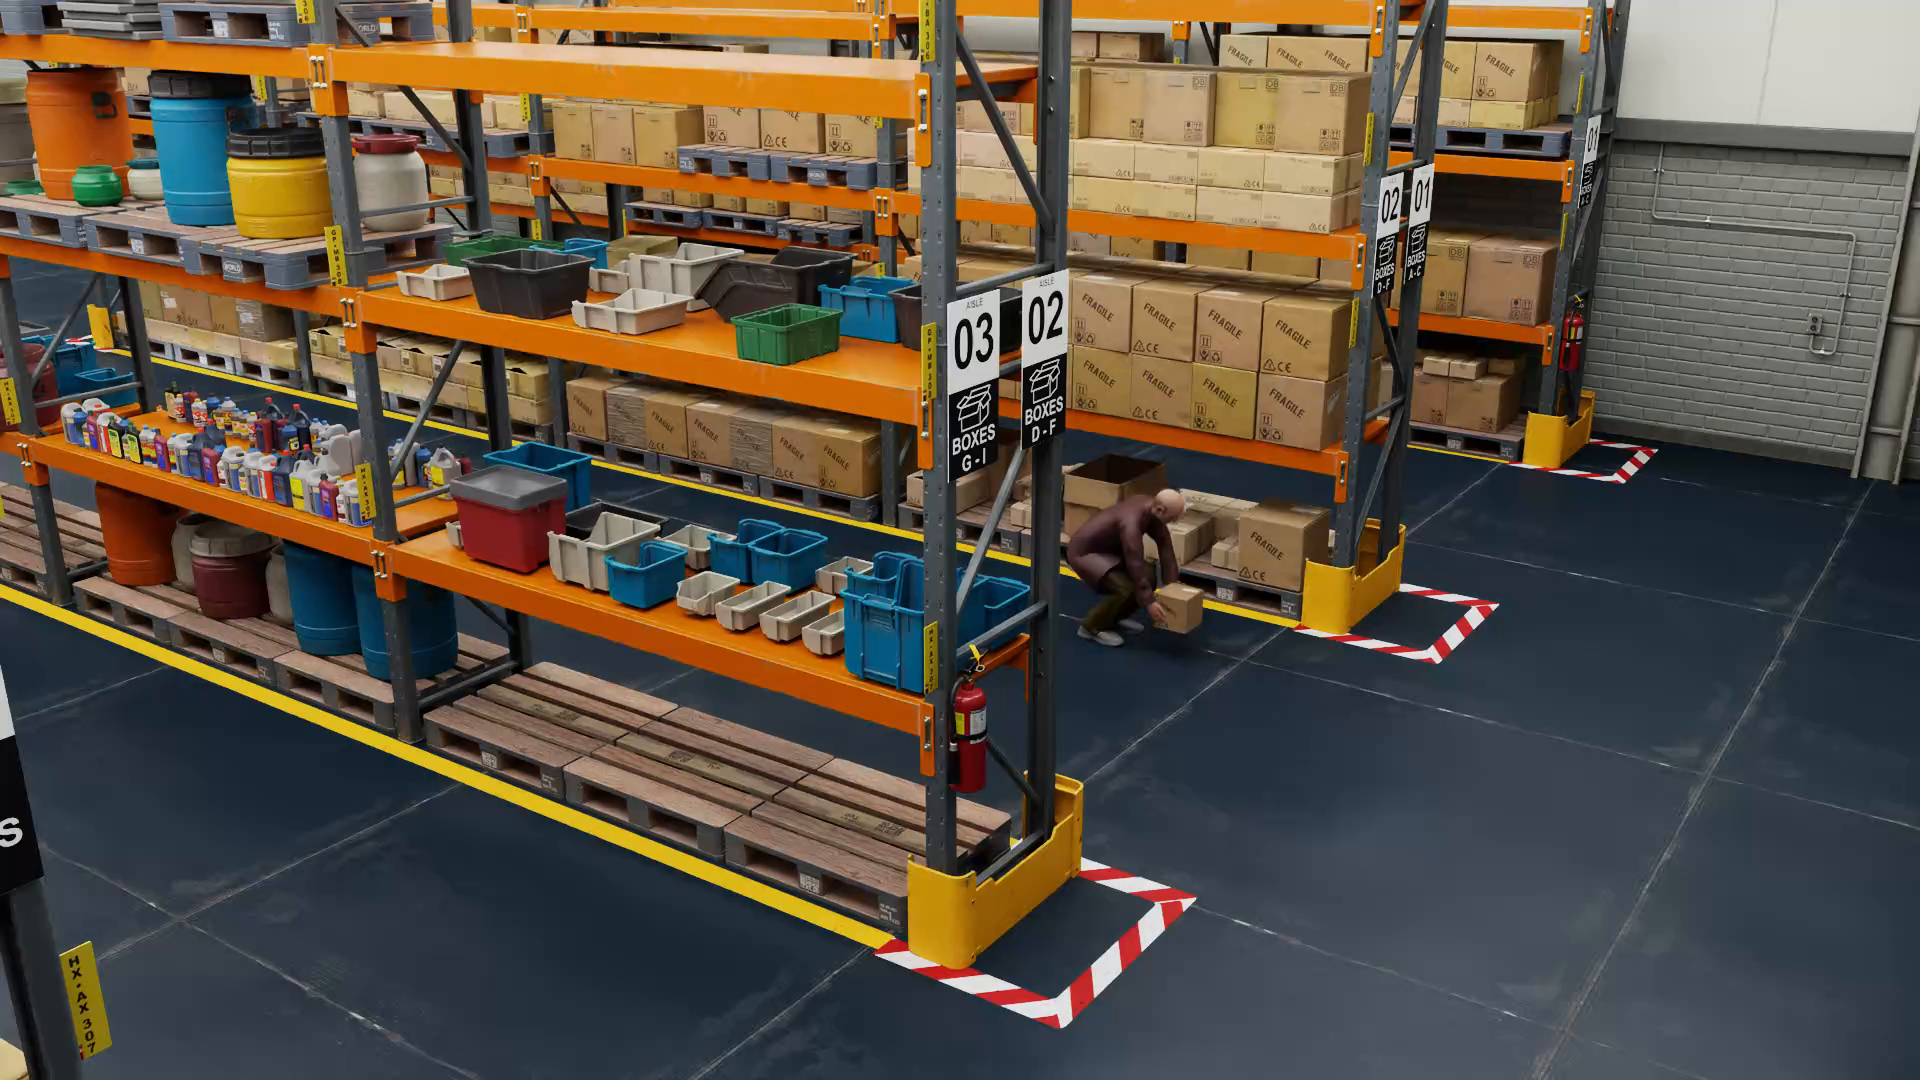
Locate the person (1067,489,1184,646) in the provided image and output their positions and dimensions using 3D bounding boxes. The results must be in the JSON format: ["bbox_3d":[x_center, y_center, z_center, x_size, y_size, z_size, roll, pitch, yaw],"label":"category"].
[{"bbox_3d":[1.162,0.149,11.624,0.852,1.144,0.620,13,23,32],"label":"person"}]
